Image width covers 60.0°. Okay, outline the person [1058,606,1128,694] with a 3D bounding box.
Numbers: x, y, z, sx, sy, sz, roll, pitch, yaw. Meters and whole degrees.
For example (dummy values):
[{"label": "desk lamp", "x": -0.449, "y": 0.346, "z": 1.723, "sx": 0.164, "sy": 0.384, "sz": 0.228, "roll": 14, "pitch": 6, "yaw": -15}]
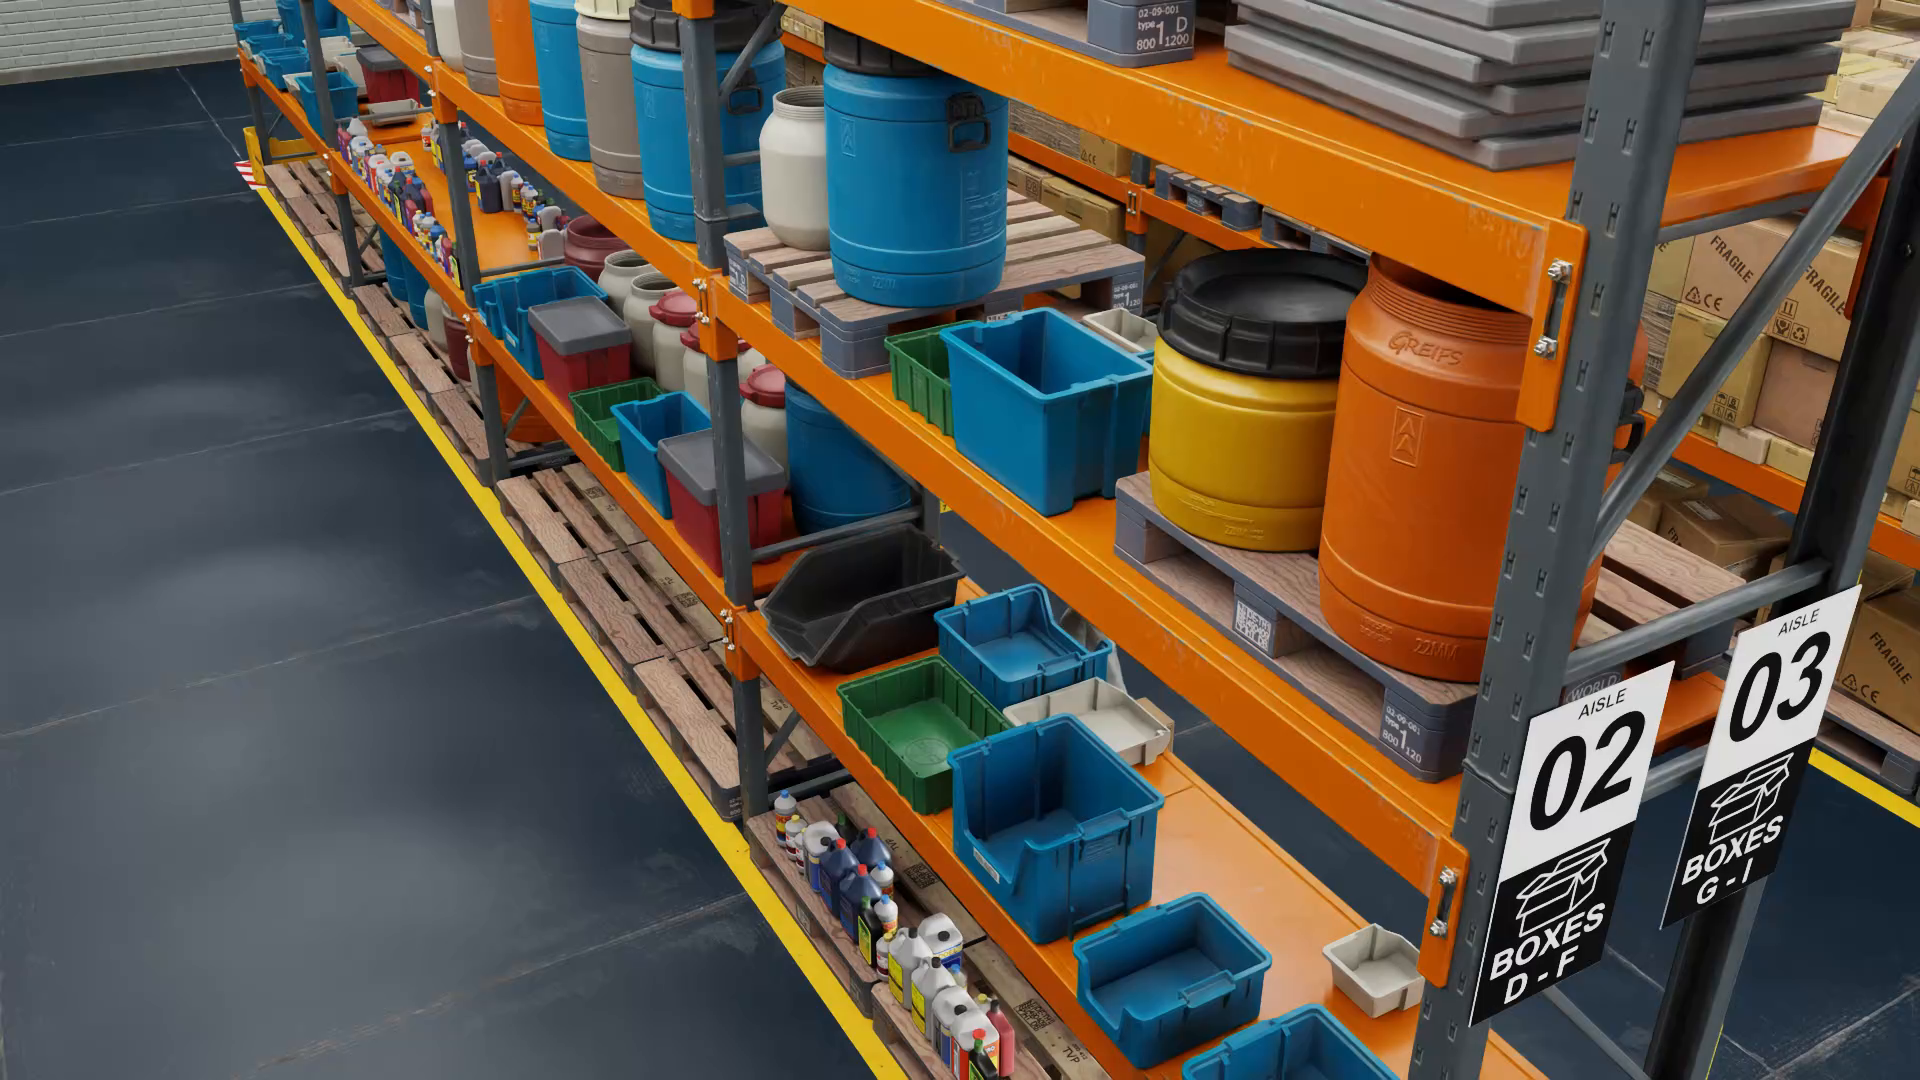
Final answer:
[{"label": "person", "x": 0.705, "y": 0.105, "z": 8.359, "sx": 0.741, "sy": 1.664, "sz": 0.467, "roll": 23, "pitch": 36, "yaw": 35}]
